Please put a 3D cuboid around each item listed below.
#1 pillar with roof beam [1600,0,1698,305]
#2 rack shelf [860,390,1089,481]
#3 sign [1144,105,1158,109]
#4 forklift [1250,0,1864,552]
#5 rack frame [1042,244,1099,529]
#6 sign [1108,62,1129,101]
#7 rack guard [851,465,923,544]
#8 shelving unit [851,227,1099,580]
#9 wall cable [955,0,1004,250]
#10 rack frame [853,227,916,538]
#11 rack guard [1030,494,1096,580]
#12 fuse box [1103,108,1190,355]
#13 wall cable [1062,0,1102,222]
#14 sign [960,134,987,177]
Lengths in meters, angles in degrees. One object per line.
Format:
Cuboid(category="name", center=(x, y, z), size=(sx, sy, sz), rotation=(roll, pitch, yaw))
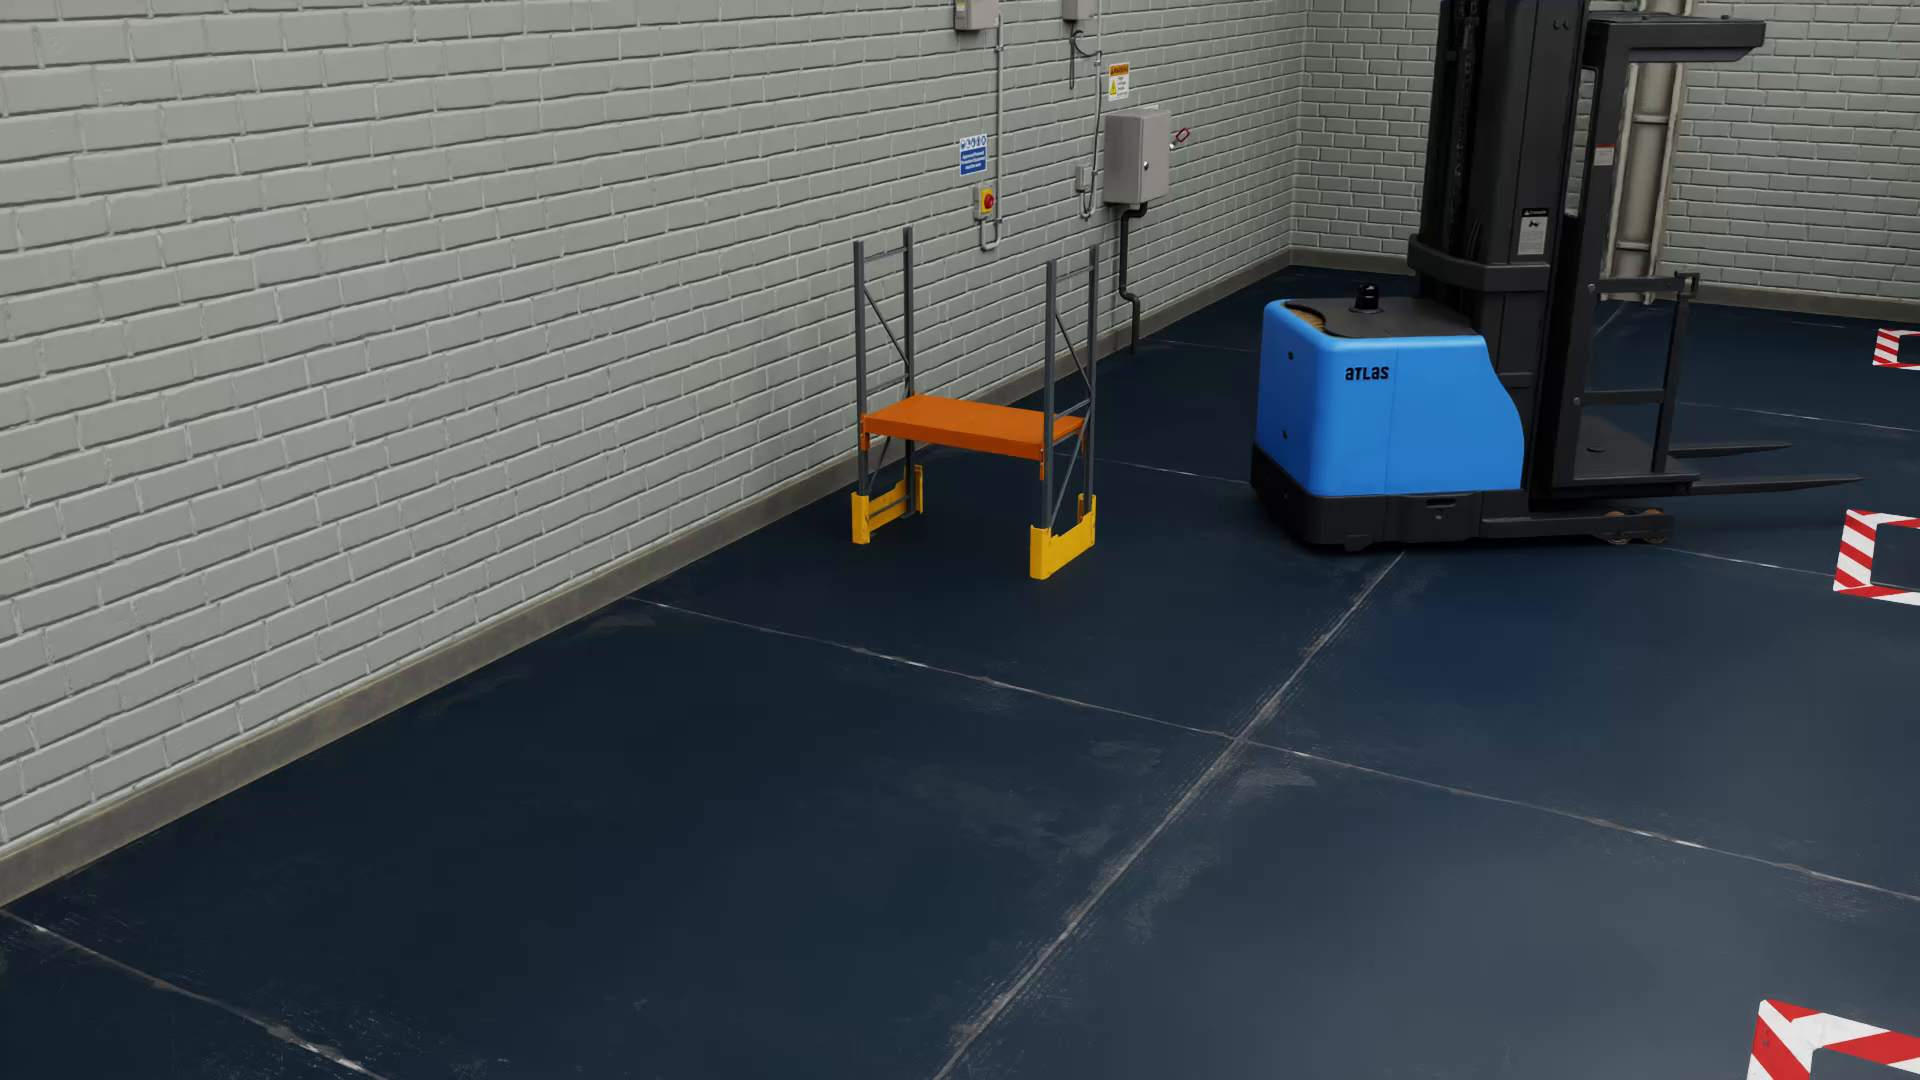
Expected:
Cuboid(category="pillar with roof beam", center=(3.494, -4.968, 8.865), size=(0.400, 9.000, 9.100), rotation=(11, 23, 27))
Cuboid(category="rack shelf", center=(0.074, -0.522, 8.132), size=(1.000, 0.185, 0.538), rotation=(11, 23, 27))
Cuboid(category="sign", center=(1.368, -2.903, 12.110), size=(0.001, 0.494, 0.329), rotation=(11, 23, 27))
Cuboid(category="forklift", center=(3.124, -1.529, 8.281), size=(3.031, 2.935, 1.130), rotation=(-3, 20, -7))
Cuboid(category="rack frame", center=(0.518, -0.606, 7.837), size=(0.032, 1.500, 0.500), rotation=(11, 23, 27))
Cuboid(category="sign", center=(1.100, -3.173, 11.502), size=(0.001, 0.242, 0.339), rotation=(11, 23, 27))
Cuboid(category="rack guard", center=(-0.368, -0.188, 8.516), size=(0.087, 0.250, 0.587), rotation=(11, 23, 27))
Cuboid(category="shelving unit", center=(0.067, -0.692, 8.074), size=(1.083, 1.500, 0.587), rotation=(11, 23, 27))
Cuboid(category="wall cable", center=(0.156, -2.658, 9.758), size=(0.123, 1.953, 0.585), rotation=(11, 23, 27))
Cuboid(category="rack frame", center=(-0.369, -0.775, 8.303), size=(0.032, 1.500, 0.500), rotation=(11, 23, 27))
Cuboid(category="rack guard", center=(0.501, -0.022, 8.059), size=(0.087, 0.250, 0.587), rotation=(11, 23, 27))
Cuboid(category="fuse box", center=(1.308, -2.161, 11.813), size=(0.414, 1.711, 0.539), rotation=(11, 23, 27))
Cuboid(category="wall cable", center=(0.838, -3.067, 10.932), size=(0.122, 1.984, 0.588), rotation=(11, 23, 27))
Cuboid(category="sign", center=(0.079, -2.288, 9.879), size=(0.001, 0.218, 0.327), rotation=(11, 23, 27))
